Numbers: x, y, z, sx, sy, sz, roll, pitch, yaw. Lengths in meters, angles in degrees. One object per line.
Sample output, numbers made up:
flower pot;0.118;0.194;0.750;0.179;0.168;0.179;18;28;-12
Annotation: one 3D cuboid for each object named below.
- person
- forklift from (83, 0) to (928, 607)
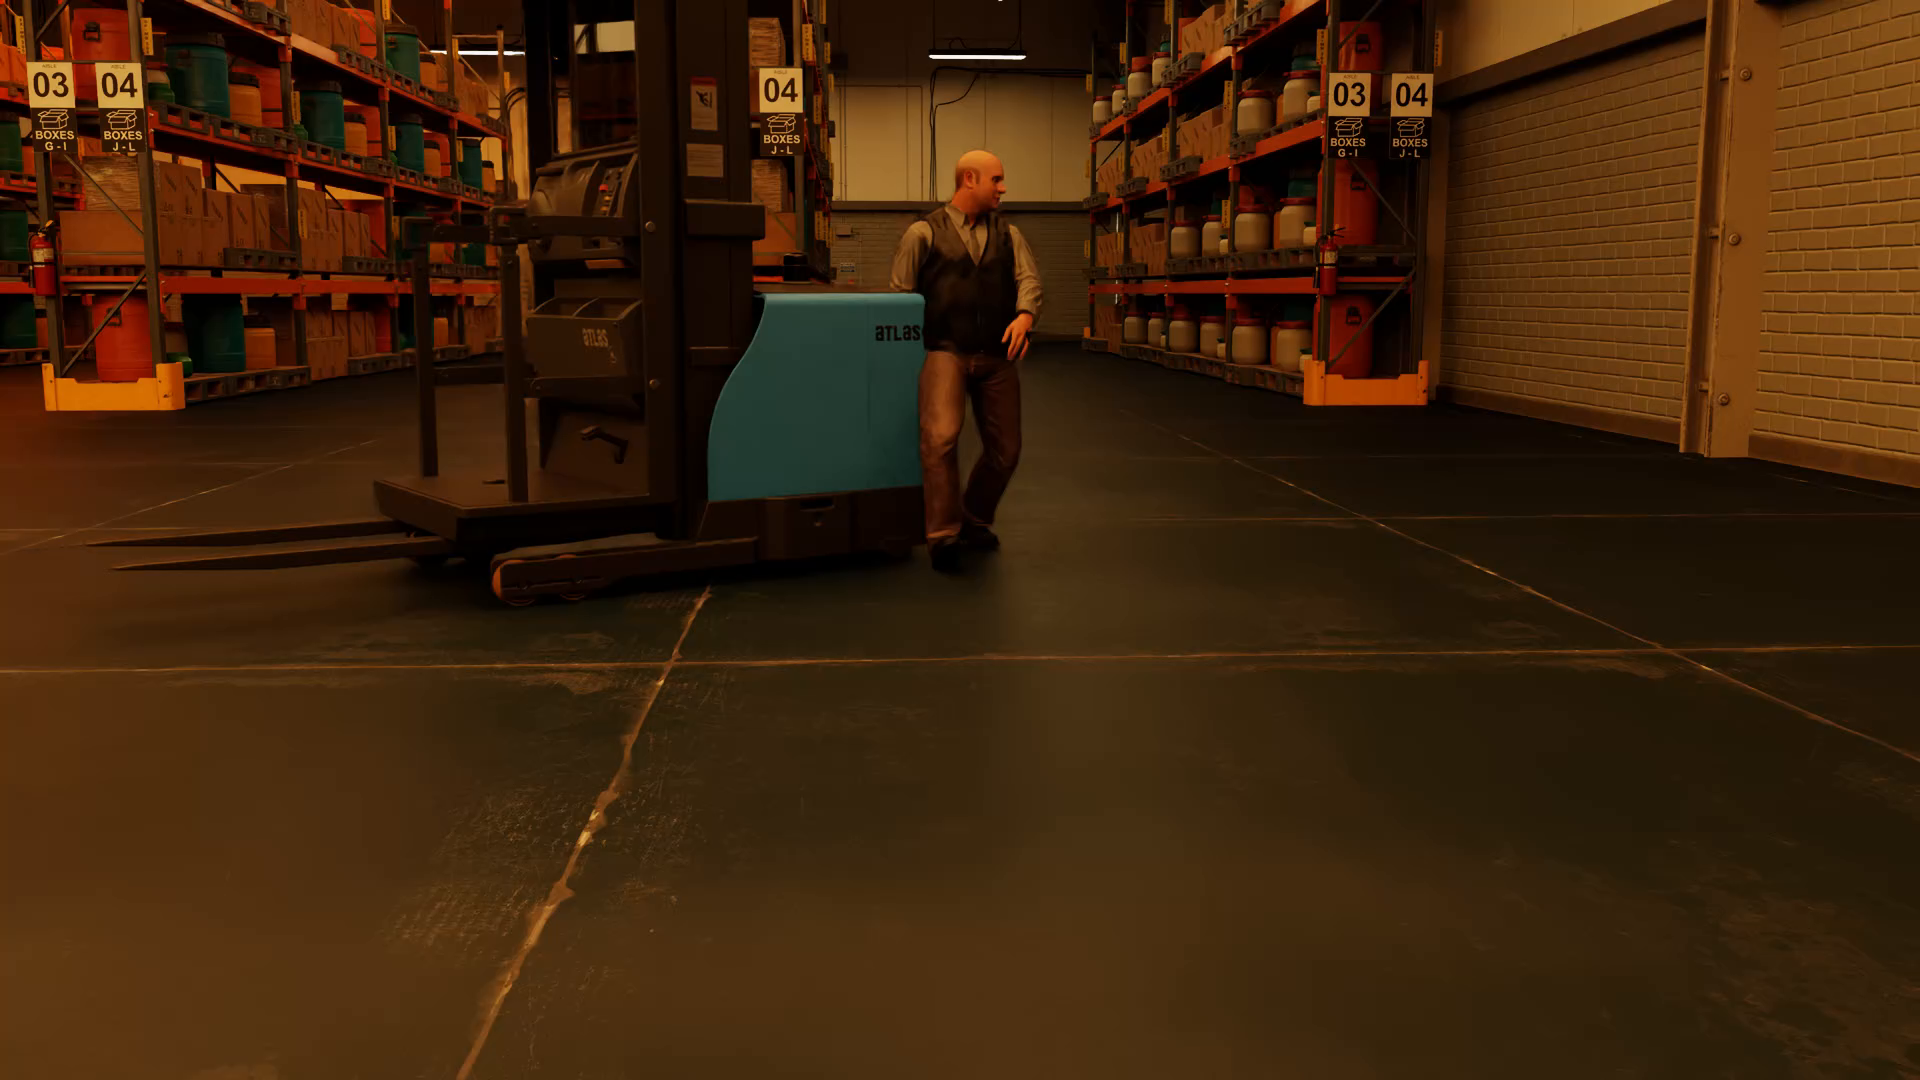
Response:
person;-0.012;-0.724;6.674;0.684;1.656;0.831;-3;9;-22
forklift;-1.588;-1.307;6.131;3.031;2.935;1.130;-6;10;-34
